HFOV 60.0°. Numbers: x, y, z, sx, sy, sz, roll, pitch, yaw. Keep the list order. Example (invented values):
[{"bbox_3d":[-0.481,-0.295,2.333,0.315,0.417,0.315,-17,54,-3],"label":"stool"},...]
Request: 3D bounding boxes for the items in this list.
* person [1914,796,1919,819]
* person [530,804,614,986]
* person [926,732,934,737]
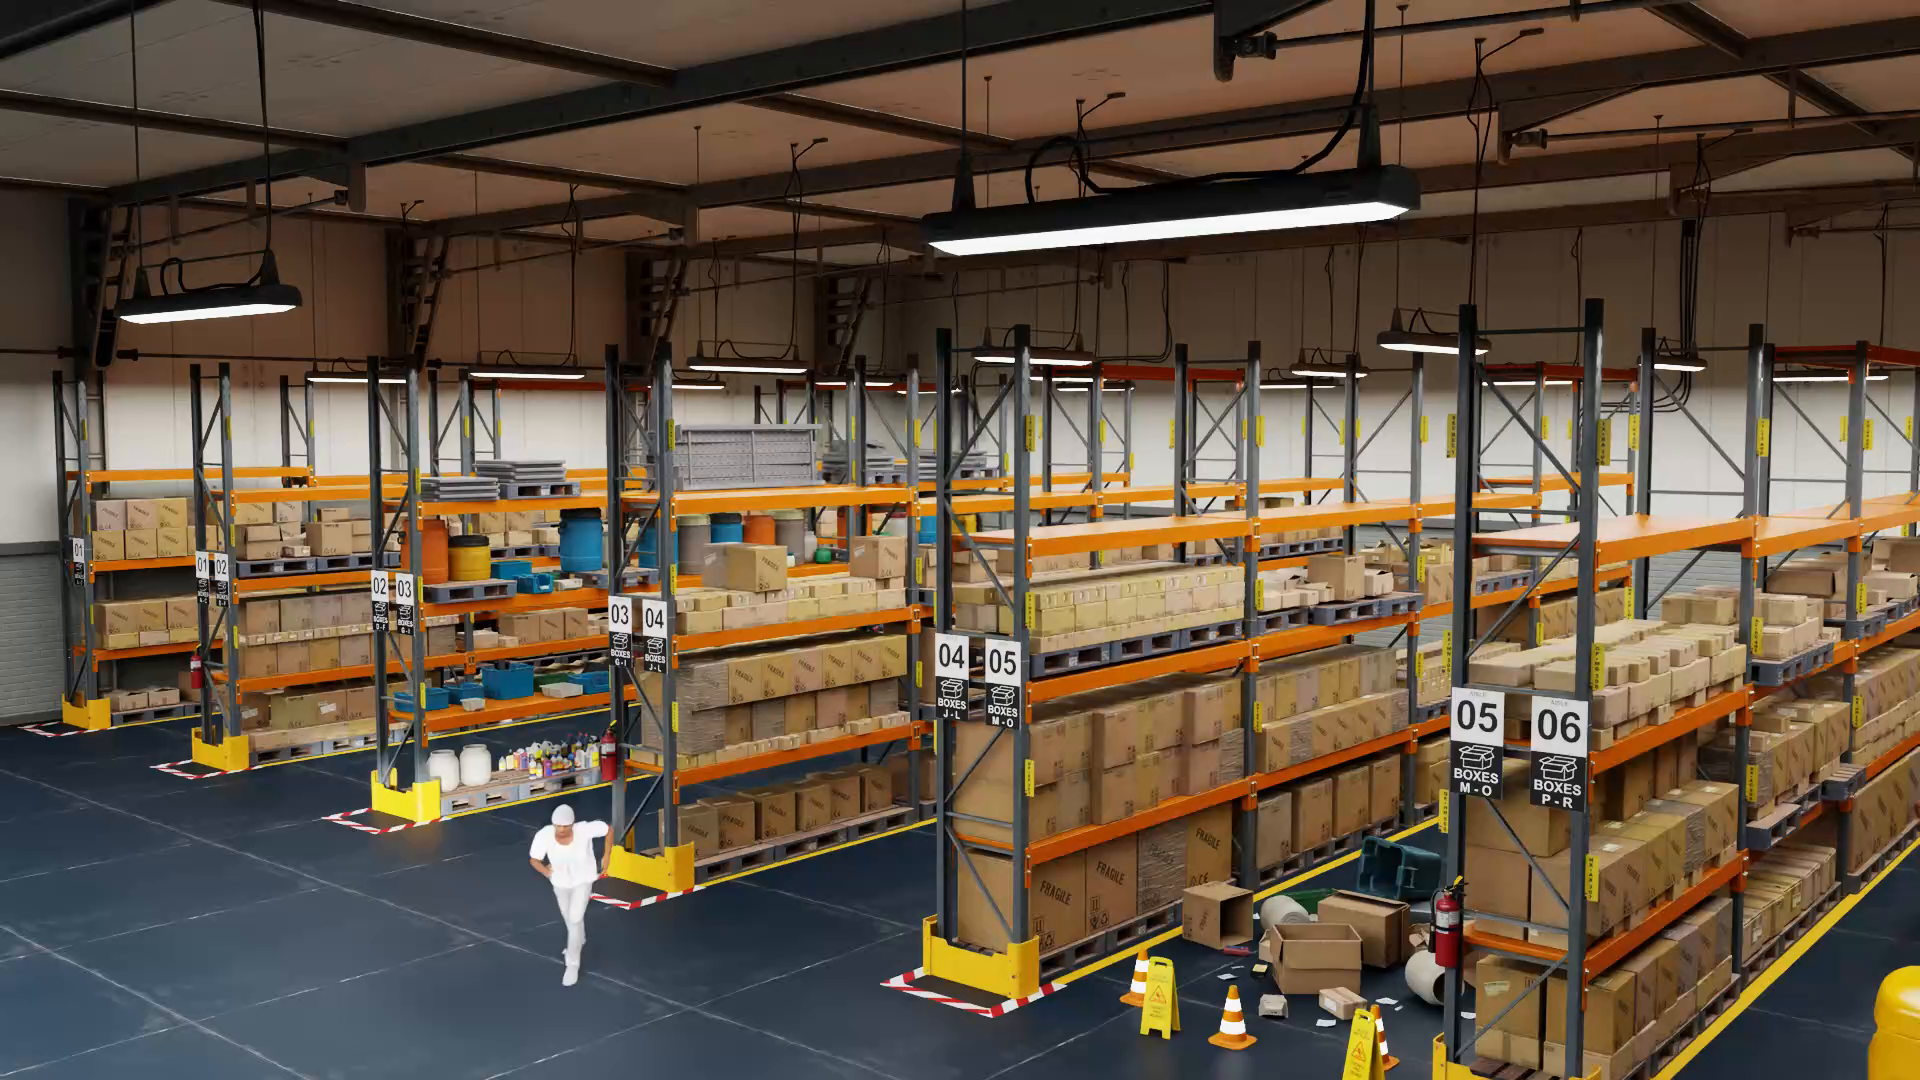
[{"bbox_3d":[10.213,3.123,17.188,0.607,1.639,0.897,3,5,37],"label":"person"},{"bbox_3d":[-3.604,3.242,15.520,0.746,1.712,1.028,0,4,-3],"label":"person"},{"bbox_3d":[-0.528,2.409,26.830,0.690,1.608,0.922,3,5,34],"label":"person"}]
